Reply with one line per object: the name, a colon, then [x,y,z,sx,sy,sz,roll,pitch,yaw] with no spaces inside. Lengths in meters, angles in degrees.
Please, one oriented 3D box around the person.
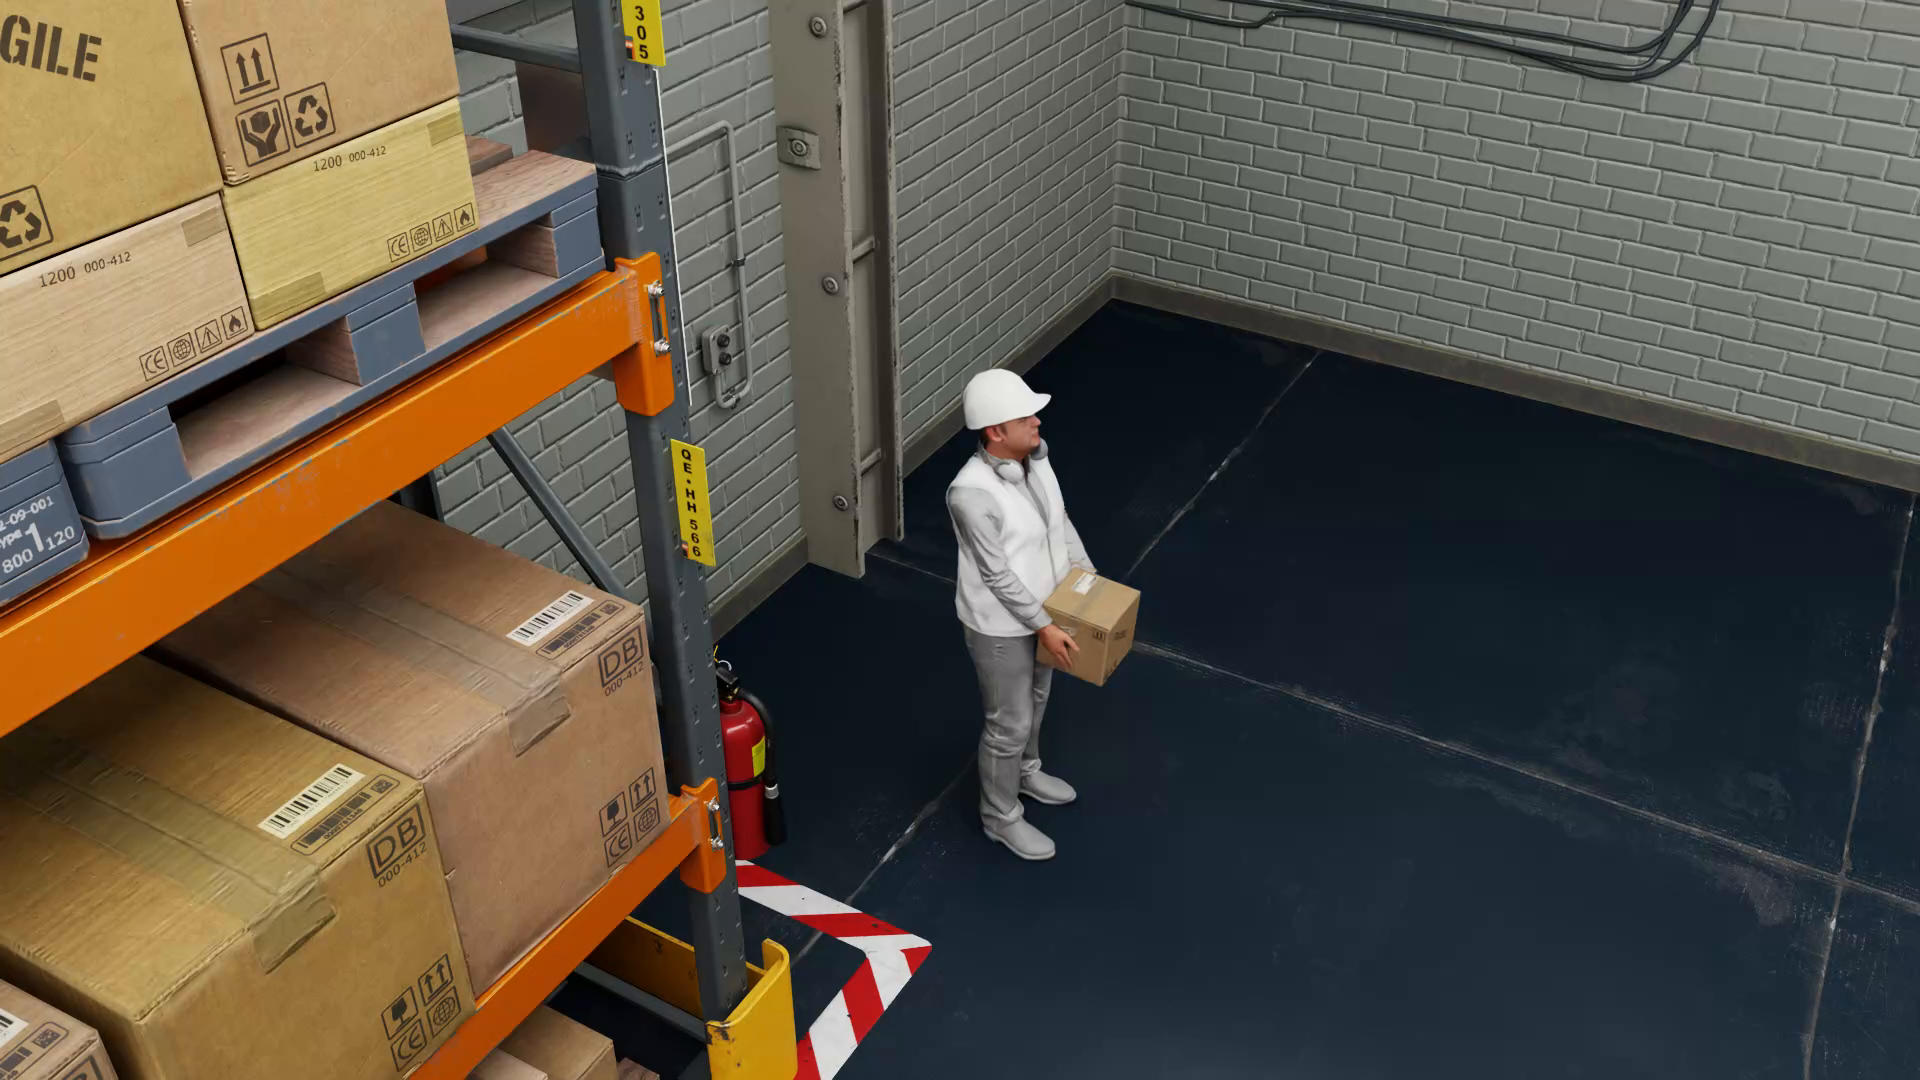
person: [0.237,0.251,5.742,0.520,1.776,0.539,17,38,24]
